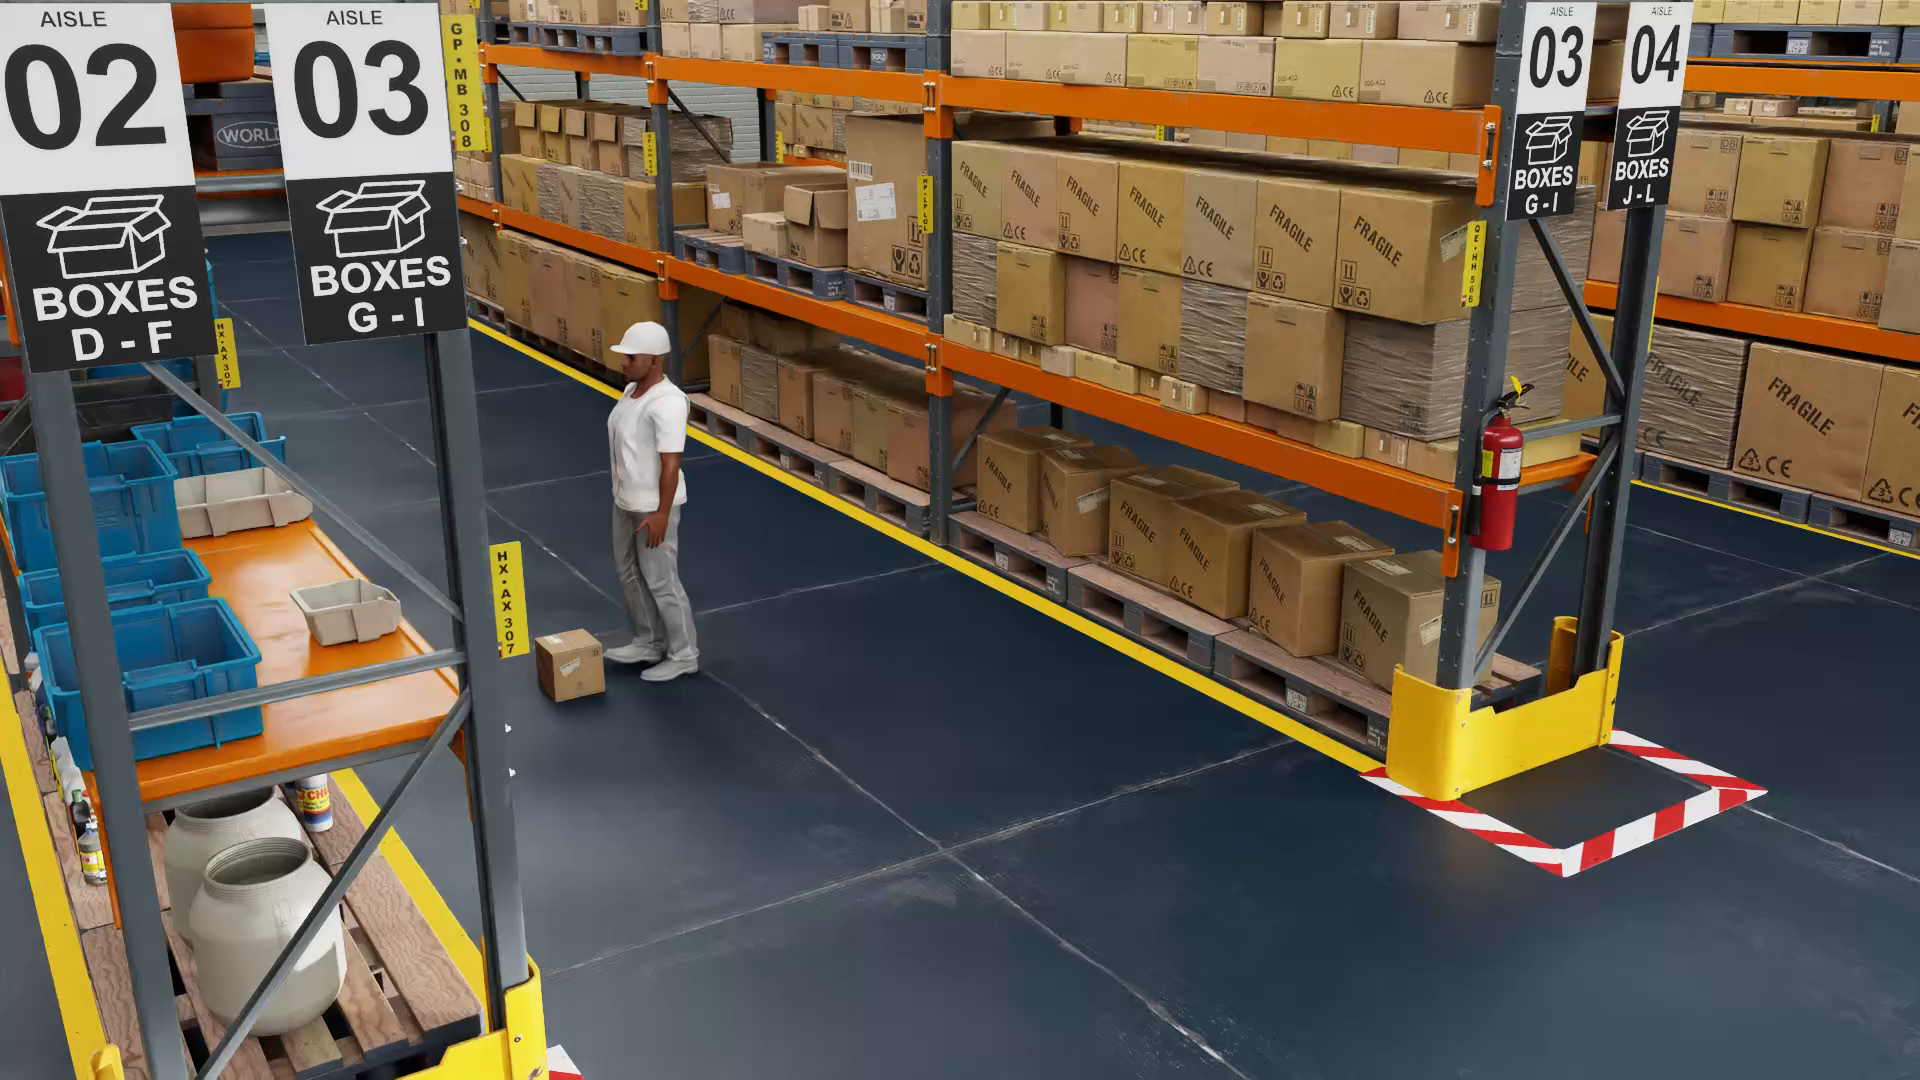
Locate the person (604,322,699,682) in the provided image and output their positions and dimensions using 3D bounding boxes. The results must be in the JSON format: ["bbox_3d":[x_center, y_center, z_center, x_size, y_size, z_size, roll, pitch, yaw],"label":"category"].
[{"bbox_3d":[-1.533,-0.176,8.085,0.417,1.767,0.564,-11,21,-30],"label":"person"}]
